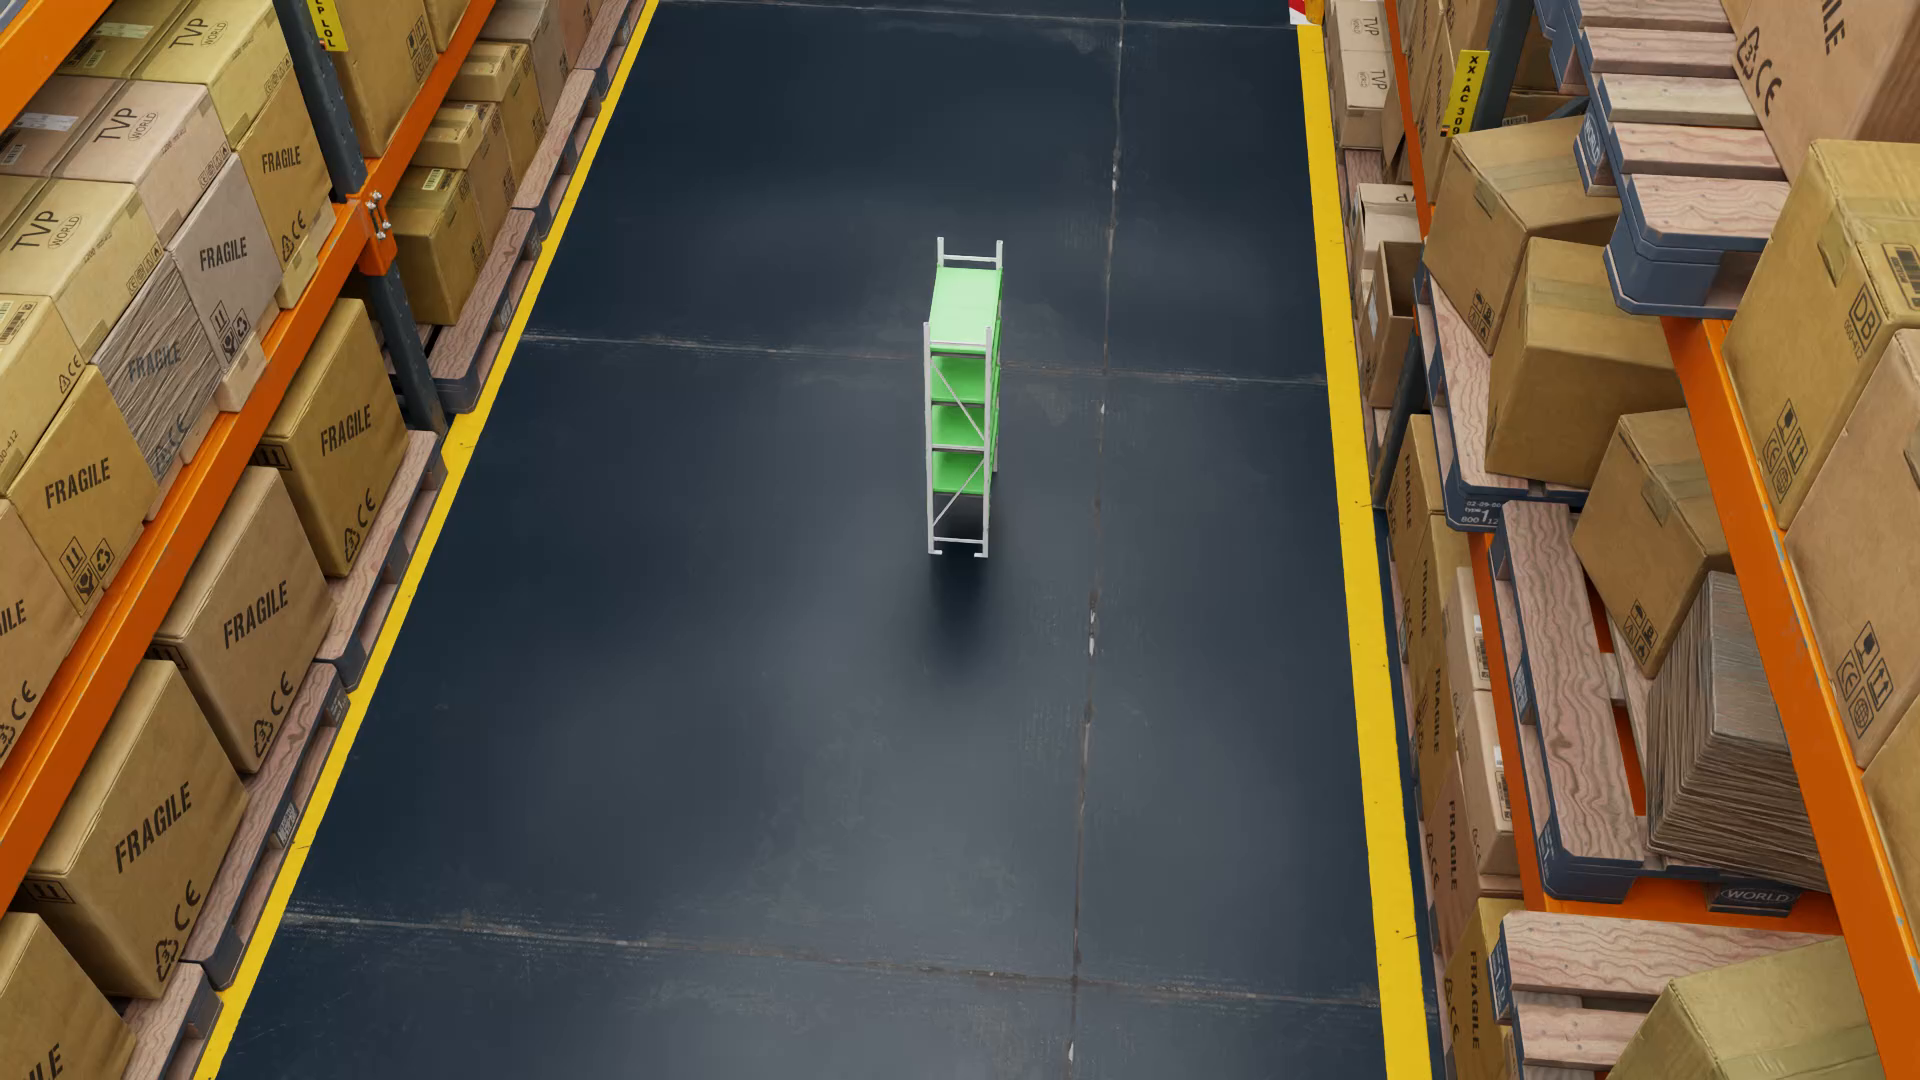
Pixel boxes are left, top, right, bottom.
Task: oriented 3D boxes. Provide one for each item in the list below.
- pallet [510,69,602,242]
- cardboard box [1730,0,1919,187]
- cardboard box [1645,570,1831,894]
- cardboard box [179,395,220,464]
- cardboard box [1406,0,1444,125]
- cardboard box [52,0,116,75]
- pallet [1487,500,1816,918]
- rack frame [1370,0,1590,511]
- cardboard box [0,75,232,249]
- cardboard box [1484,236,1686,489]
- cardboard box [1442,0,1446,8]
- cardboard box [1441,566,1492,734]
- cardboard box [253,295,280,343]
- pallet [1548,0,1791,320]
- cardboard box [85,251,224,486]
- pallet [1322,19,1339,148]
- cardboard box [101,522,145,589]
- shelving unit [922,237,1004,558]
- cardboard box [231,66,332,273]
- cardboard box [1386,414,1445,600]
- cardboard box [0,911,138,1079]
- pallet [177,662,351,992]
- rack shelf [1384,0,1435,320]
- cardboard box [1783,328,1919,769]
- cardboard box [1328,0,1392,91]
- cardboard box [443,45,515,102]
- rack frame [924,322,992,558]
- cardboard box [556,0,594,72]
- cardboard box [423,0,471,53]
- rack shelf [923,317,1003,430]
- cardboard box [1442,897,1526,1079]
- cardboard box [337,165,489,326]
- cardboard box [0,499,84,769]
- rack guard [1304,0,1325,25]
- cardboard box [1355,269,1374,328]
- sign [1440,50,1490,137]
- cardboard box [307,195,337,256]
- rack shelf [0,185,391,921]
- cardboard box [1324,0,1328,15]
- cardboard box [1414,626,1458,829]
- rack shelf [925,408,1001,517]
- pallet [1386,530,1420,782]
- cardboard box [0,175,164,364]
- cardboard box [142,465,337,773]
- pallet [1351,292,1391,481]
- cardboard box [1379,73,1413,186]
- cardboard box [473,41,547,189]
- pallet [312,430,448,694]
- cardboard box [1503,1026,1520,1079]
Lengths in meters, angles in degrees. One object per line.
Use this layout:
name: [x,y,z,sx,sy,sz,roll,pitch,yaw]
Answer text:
pallet: [-2.465,-1.992,8.455,1.003,0.211,1.213,4,48,4]
cardboard box: [1.975,-1.026,3.229,0.600,0.600,0.600,2,48,2]
cardboard box: [2.067,0.484,3.948,0.700,0.500,0.500,12,49,11]
cardboard box: [-2.591,-0.387,5.254,0.380,0.149,0.250,4,48,4]
cardboard box: [2.049,-1.947,6.456,0.500,0.500,0.500,5,48,5]
cardboard box: [-3.022,-1.554,5.373,0.500,0.250,0.500,5,48,5]
pallet: [2.021,0.425,4.485,1.003,0.211,1.213,4,48,4]
rack frame: [2.213,-1.150,5.795,1.000,3.000,0.127,4,48,4]
cardboard box: [-2.564,-1.139,4.994,0.500,0.250,0.500,5,48,4]
cardboard box: [1.948,-0.483,4.832,0.700,0.500,0.500,11,48,10]
cardboard box: [2.045,-2.287,6.089,0.500,0.500,0.500,3,48,3]
cardboard box: [1.835,0.366,5.296,0.500,0.250,0.500,4,48,4]
cardboard box: [-2.537,-0.761,5.596,0.380,0.149,0.250,5,48,5]
pallet: [1.992,-0.862,3.626,1.213,0.211,1.003,4,48,4]
cardboard box: [-2.602,-0.521,4.937,0.500,0.500,0.500,4,48,4]
pallet: [2.499,-2.506,8.925,1.003,0.211,1.213,4,48,4]
cardboard box: [-2.664,-0.010,4.909,0.380,0.149,0.250,5,48,5]
shelving unit: [0.015,-0.527,6.444,0.258,1.200,0.503,4,48,4]
cardboard box: [-2.511,-1.265,5.617,0.500,0.500,0.500,3,48,3]
cardboard box: [1.926,-0.116,6.245,0.500,0.500,0.500,2,48,2]
cardboard box: [-2.887,1.511,4.533,0.750,0.750,0.750,3,48,3]
pallet: [-2.824,0.932,5.781,1.003,0.211,1.213,4,48,4]
rack shelf: [2.395,-2.377,7.405,1.077,0.370,4.000,4,48,4]
cardboard box: [1.901,0.046,2.601,0.910,0.500,0.500,4,48,4]
cardboard box: [2.200,-2.562,8.652,0.500,0.250,0.500,4,48,4]
cardboard box: [-2.290,-2.163,7.691,0.380,0.149,0.250,3,48,2]
rack frame: [-0.007,-0.347,6.280,0.240,1.200,0.015,4,48,4]
cardboard box: [-2.366,-2.829,8.740,0.700,0.500,0.500,4,48,3]
cardboard box: [-2.583,-2.515,6.840,0.980,0.700,0.700,3,48,3]
rack shelf: [0.015,-0.645,6.314,0.258,0.148,0.480,4,48,4]
cardboard box: [1.747,1.401,4.857,0.500,0.500,0.500,2,48,2]
cardboard box: [-2.550,-1.321,7.361,0.700,0.500,0.500,4,48,4]
cardboard box: [-2.683,0.229,4.250,0.500,0.500,0.500,4,48,3]
rack guard: [2.571,-3.190,9.355,1.175,0.500,0.348,4,48,4]
cardboard box: [1.957,-1.054,7.341,0.380,0.149,0.250,4,48,4]
sign: [1.672,-1.473,5.504,0.100,0.325,0.005,4,48,4]
cardboard box: [-2.469,-1.135,5.938,0.380,0.149,0.250,4,48,4]
rack shelf: [-2.903,0.232,5.018,1.077,0.370,4.000,4,48,4]
cardboard box: [2.197,-2.991,9.113,0.380,0.149,0.250,4,48,4]
cardboard box: [1.836,0.644,5.550,0.500,0.500,0.500,4,48,4]
rack shelf: [0.015,-0.321,6.669,0.258,0.148,0.480,4,48,4]
pallet: [2.177,0.391,6.275,1.003,0.211,1.213,4,48,4]
cardboard box: [-2.611,-0.764,4.651,0.500,0.250,0.500,5,48,4]
cardboard box: [-2.728,0.243,5.693,0.750,0.750,0.750,5,48,5]
pallet: [2.277,-0.713,7.286,1.003,0.211,1.213,4,48,4]
cardboard box: [2.379,-1.837,7.817,0.797,0.503,0.637,4,48,4]
cardboard box: [-2.452,-2.067,8.043,0.700,0.500,0.500,5,48,4]
pallet: [-2.716,0.033,6.603,1.003,0.211,1.213,4,48,4]
cardboard box: [1.701,1.487,4.271,0.500,0.250,0.500,6,48,5]
